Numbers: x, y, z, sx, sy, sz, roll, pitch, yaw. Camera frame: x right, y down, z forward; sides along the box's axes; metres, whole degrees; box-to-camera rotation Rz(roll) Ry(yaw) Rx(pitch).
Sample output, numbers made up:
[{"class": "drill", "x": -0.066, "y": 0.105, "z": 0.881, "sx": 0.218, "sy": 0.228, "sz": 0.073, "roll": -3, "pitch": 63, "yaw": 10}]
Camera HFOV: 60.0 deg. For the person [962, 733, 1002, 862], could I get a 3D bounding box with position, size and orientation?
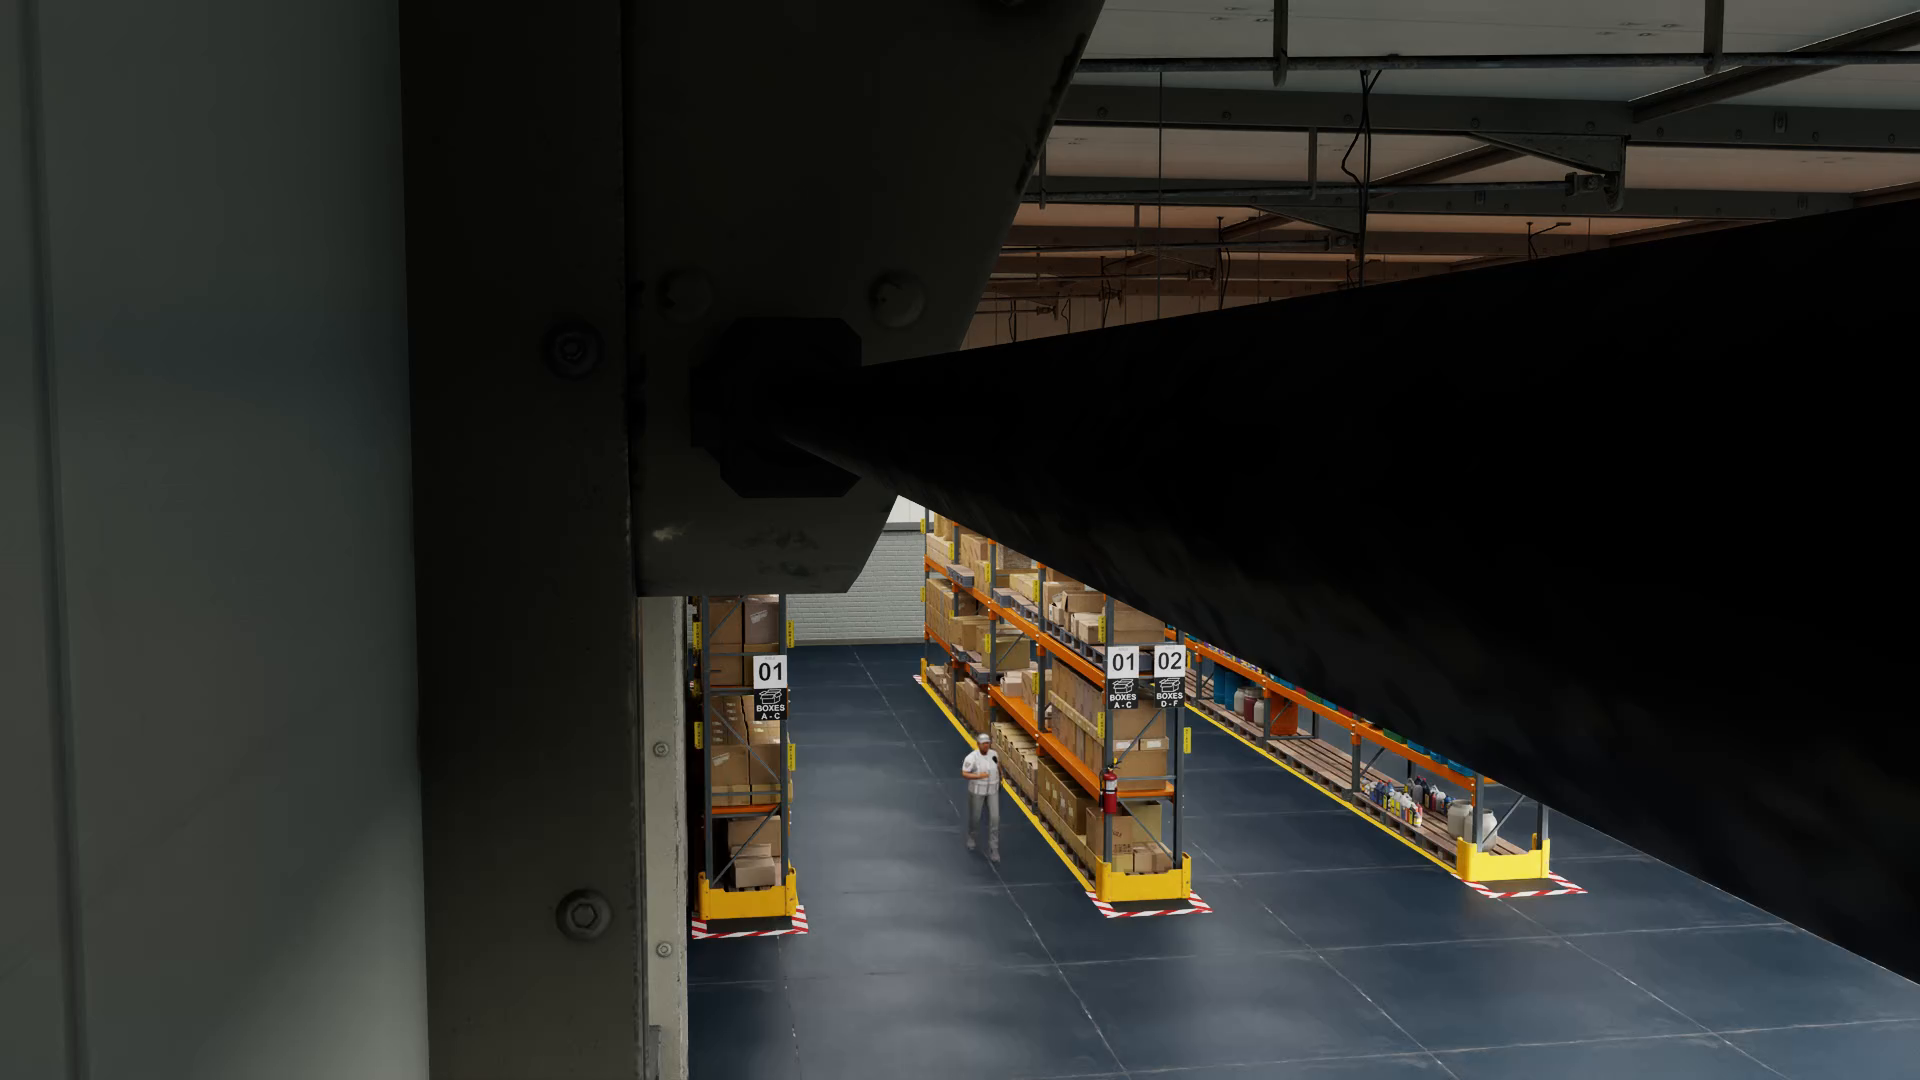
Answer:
[{"class": "person", "x": 0.303, "y": 3.489, "z": 22.798, "sx": 0.631, "sy": 1.717, "sz": 0.810, "roll": -2, "pitch": 5, "yaw": -17}]
